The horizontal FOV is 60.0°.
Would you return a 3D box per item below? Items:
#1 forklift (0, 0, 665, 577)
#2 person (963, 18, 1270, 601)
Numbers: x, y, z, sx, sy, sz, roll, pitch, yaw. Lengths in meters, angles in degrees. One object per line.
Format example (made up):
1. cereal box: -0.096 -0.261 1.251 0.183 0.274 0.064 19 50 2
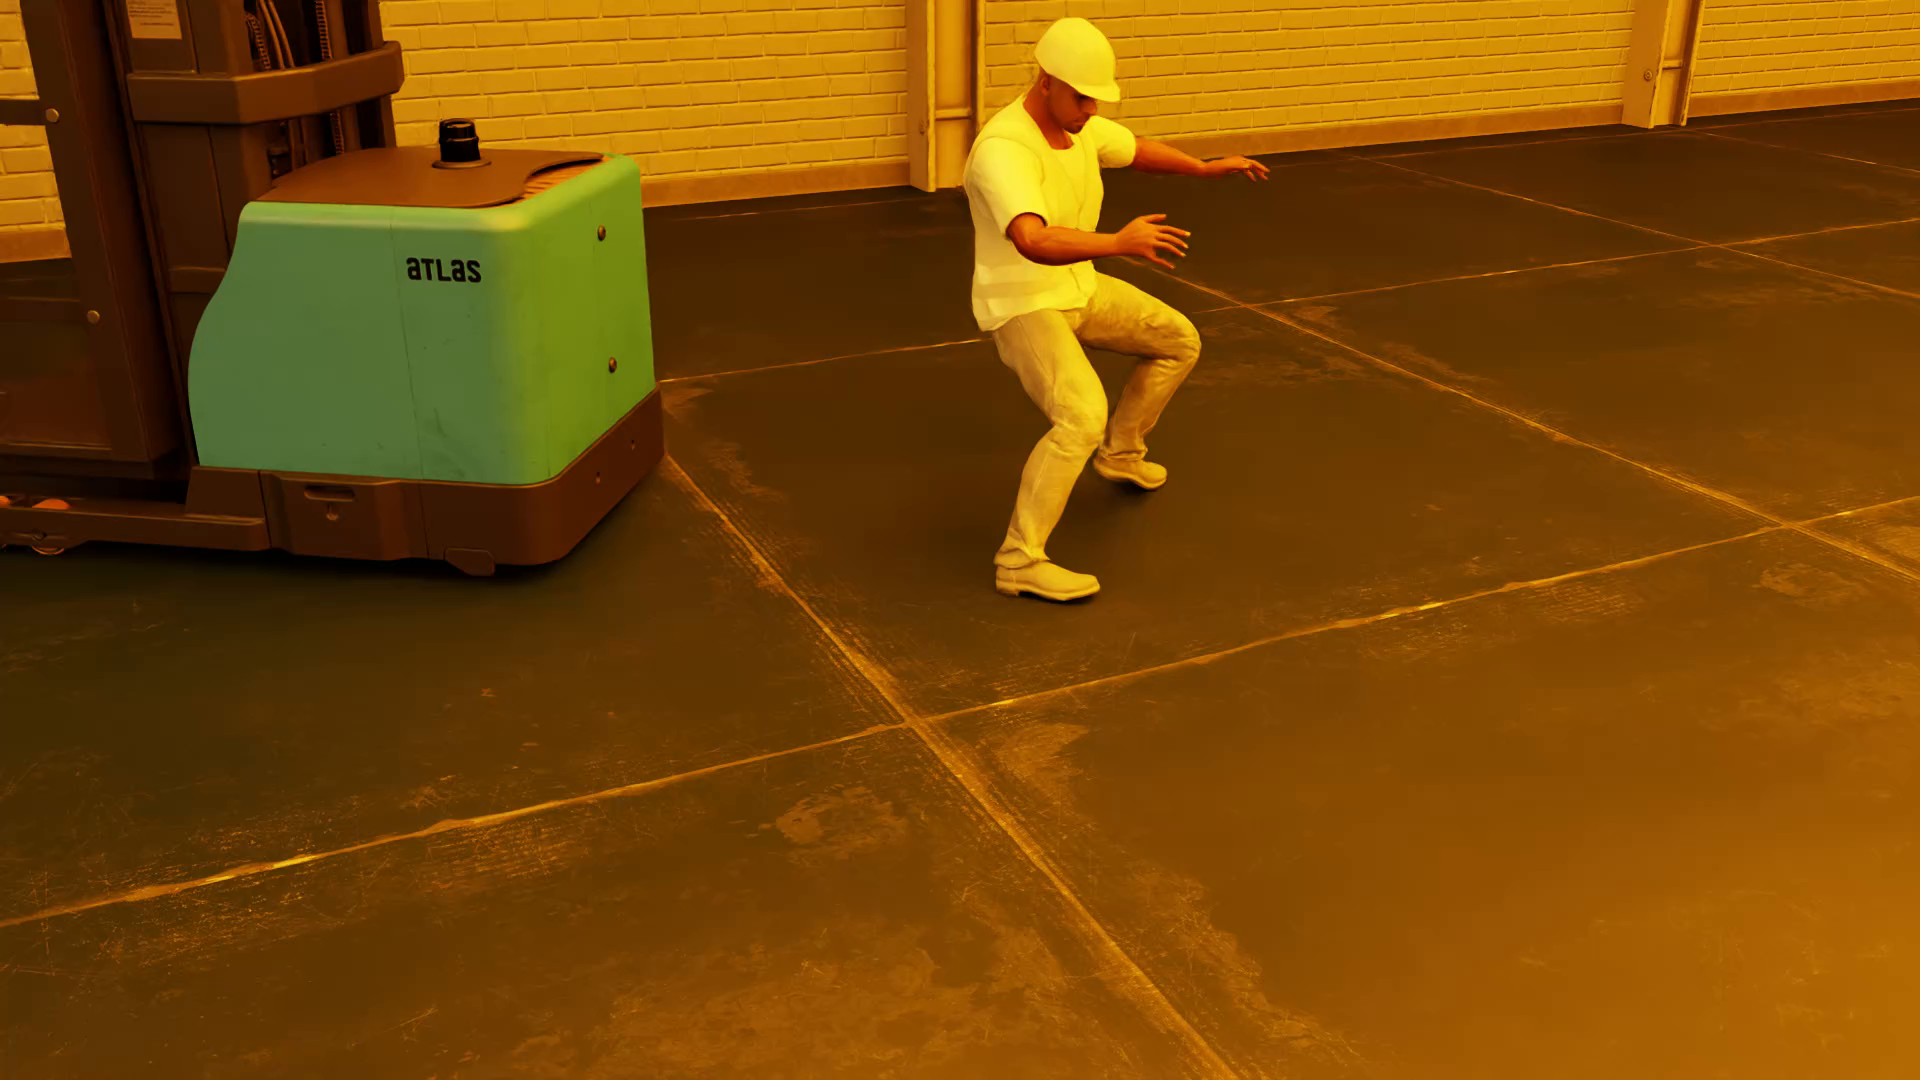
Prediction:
1. forklift: -2.560 -1.502 4.903 3.031 2.935 1.130 4 23 9
2. person: 0.413 -0.724 4.858 0.756 1.534 1.072 15 27 32
